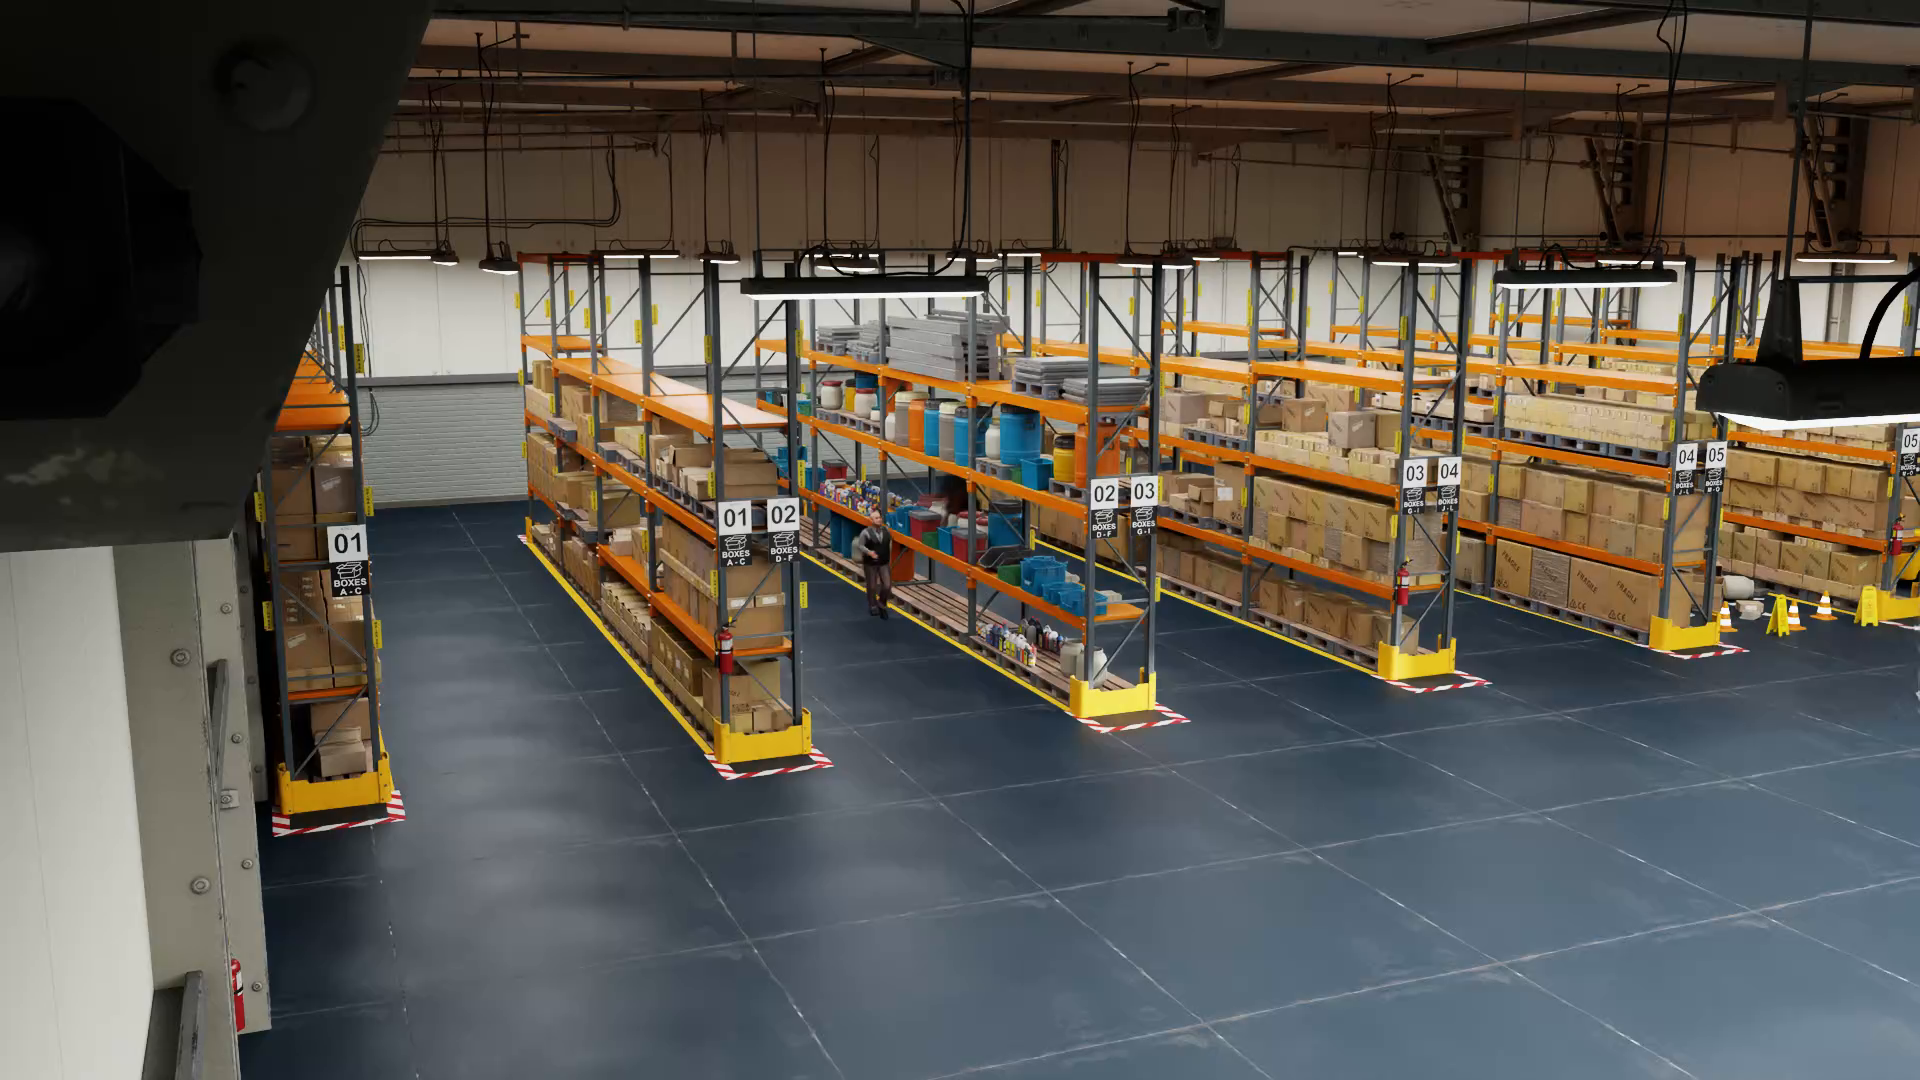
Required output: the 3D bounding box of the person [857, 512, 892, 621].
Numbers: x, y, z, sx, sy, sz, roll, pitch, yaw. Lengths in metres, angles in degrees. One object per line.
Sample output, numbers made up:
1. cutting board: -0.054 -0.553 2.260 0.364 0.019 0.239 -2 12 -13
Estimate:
1. person: -1.314 0.434 26.468 0.653 1.767 0.668 -4 11 -20
